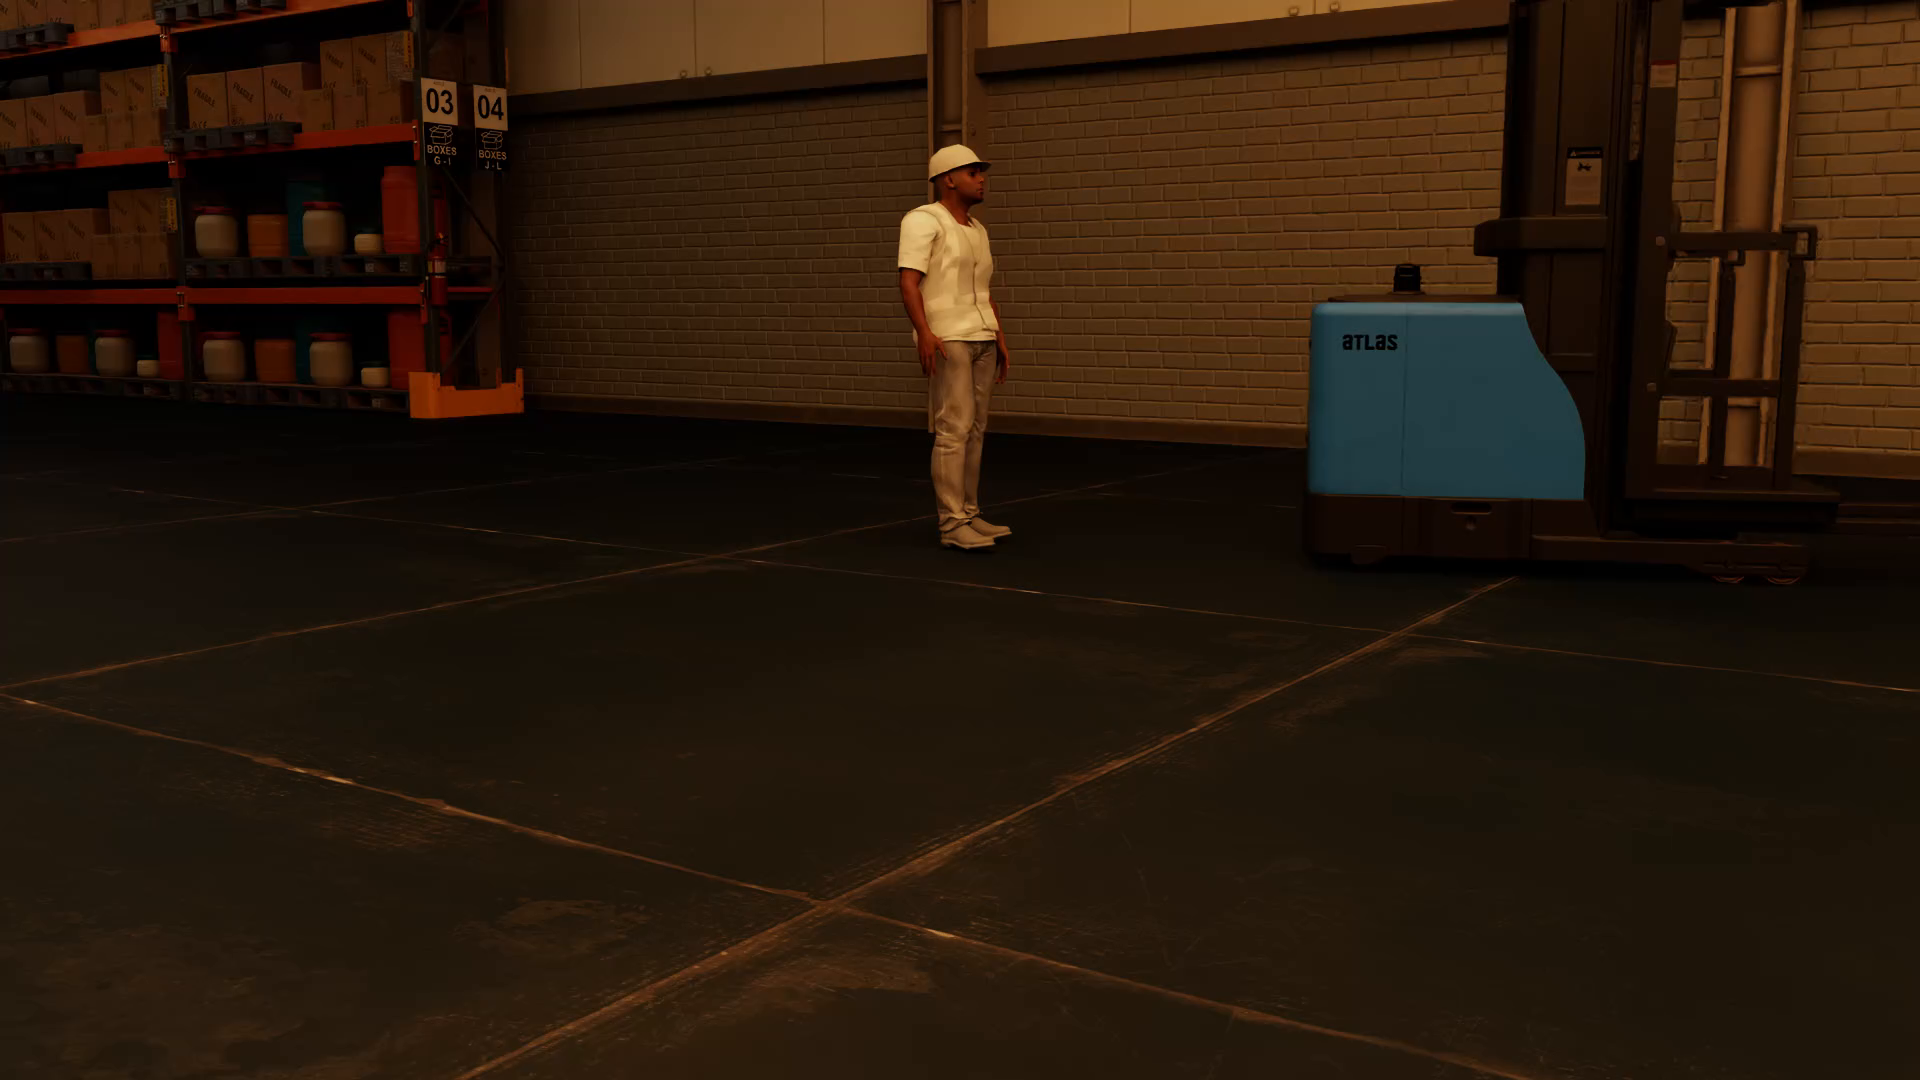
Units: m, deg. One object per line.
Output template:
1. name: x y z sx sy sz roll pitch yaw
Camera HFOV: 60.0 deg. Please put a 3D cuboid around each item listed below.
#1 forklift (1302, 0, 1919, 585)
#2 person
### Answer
1. forklift: 2.978 -1.358 6.743 3.031 2.935 1.130 2 8 11
2. person: 0.054 -0.875 7.435 0.577 1.765 0.666 5 10 34
